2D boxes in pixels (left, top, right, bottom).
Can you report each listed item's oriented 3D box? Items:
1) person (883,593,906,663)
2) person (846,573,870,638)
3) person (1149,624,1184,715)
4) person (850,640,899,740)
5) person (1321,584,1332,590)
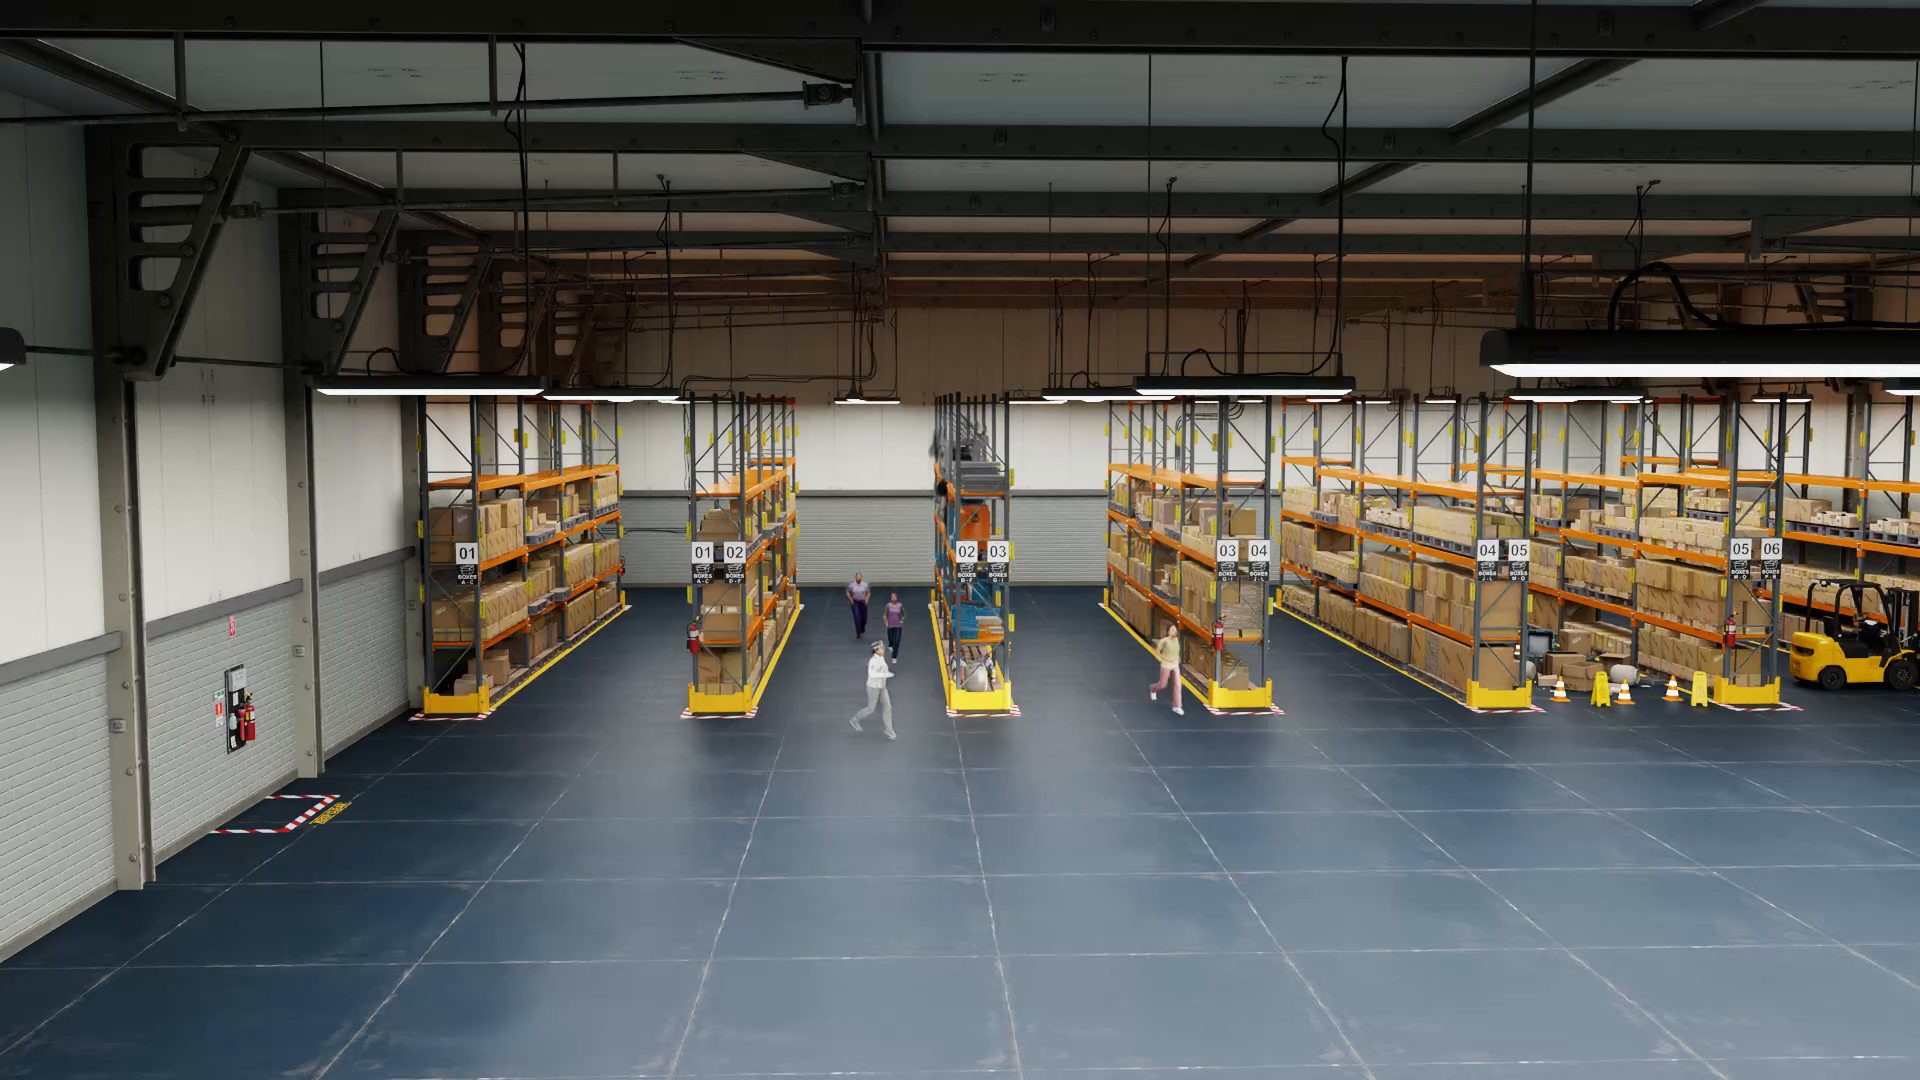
[{"bbox_3d":[-1.471,1.967,37.377,0.536,1.545,0.651,0,5,-6],"label":"person"},{"bbox_3d":[-2.531,1.614,41.338,0.614,1.610,0.598,-1,5,-10],"label":"person"},{"bbox_3d":[3.933,2.402,31.296,0.570,1.659,1.089,-2,5,-24],"label":"person"},{"bbox_3d":[-1.486,2.586,28.772,0.911,1.741,0.615,2,5,23],"label":"person"},{"bbox_3d":[10.832,0.965,48.956,0.658,1.682,0.580,-1,5,-9],"label":"person"}]
